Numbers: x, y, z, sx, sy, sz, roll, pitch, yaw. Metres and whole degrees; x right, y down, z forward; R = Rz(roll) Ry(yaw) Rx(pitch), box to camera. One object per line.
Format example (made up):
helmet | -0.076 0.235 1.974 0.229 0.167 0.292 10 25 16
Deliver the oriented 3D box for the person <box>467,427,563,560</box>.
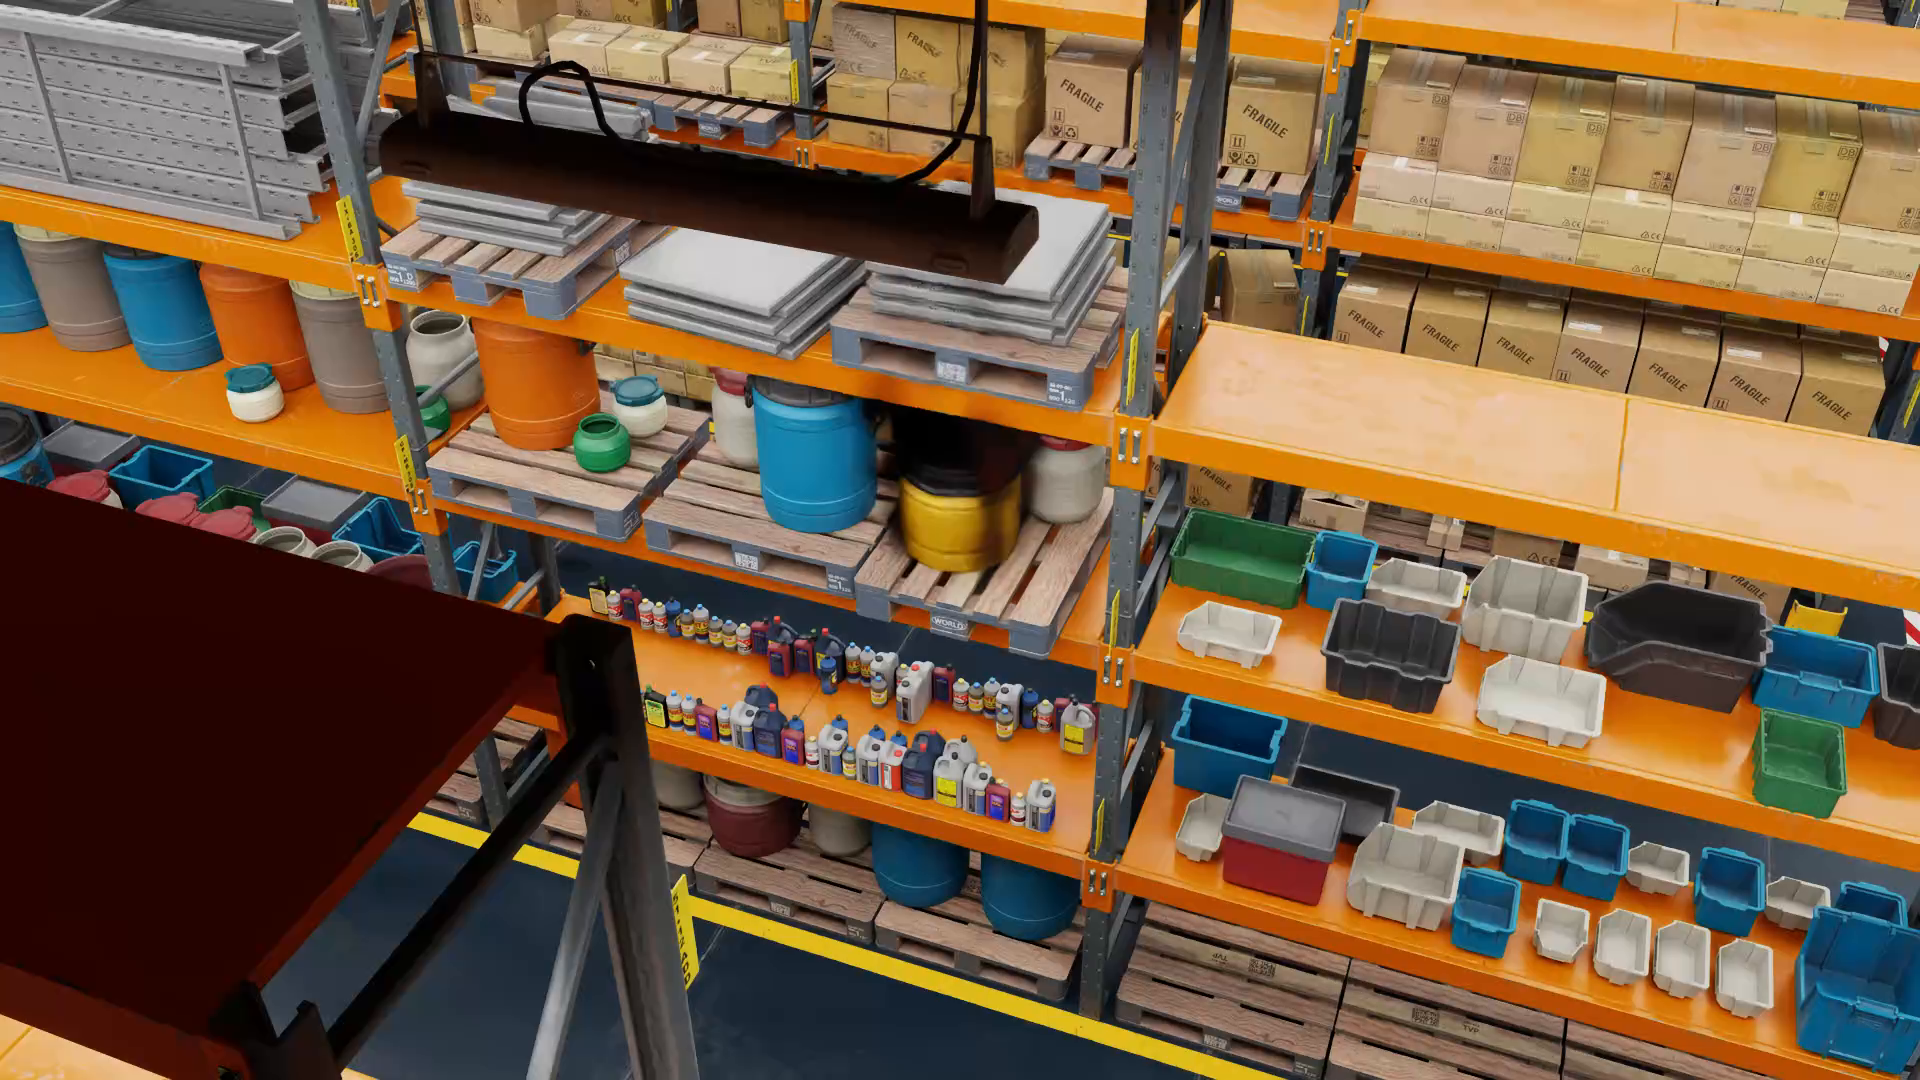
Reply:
person | -3.477 -0.504 12.680 0.869 1.691 0.563 5 37 6
